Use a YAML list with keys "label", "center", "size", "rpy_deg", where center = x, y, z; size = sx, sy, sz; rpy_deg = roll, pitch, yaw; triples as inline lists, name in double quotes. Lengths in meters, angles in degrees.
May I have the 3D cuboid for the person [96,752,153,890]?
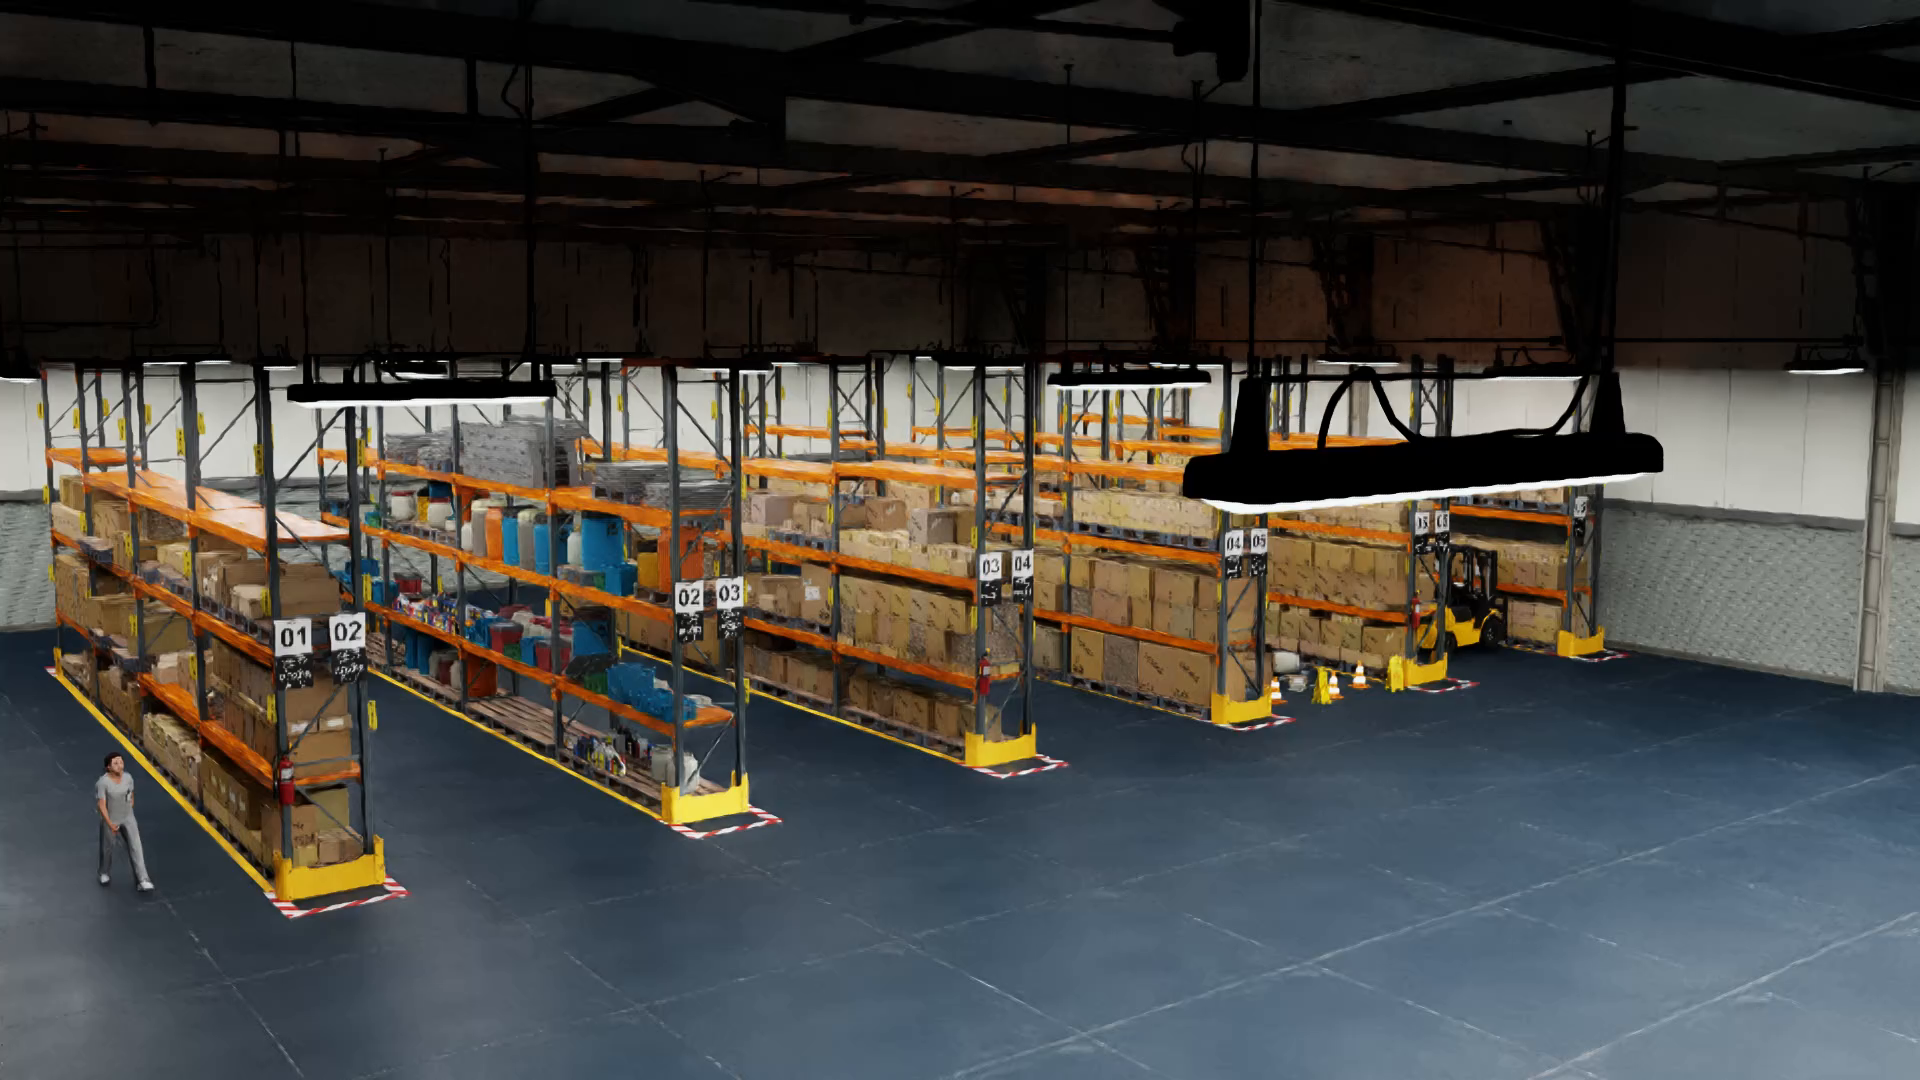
- label: "person"
  center: [-9.718, 3.225, 19.179]
  size: [0.444, 1.604, 1.013]
  rpy_deg: [-7, 10, -45]
